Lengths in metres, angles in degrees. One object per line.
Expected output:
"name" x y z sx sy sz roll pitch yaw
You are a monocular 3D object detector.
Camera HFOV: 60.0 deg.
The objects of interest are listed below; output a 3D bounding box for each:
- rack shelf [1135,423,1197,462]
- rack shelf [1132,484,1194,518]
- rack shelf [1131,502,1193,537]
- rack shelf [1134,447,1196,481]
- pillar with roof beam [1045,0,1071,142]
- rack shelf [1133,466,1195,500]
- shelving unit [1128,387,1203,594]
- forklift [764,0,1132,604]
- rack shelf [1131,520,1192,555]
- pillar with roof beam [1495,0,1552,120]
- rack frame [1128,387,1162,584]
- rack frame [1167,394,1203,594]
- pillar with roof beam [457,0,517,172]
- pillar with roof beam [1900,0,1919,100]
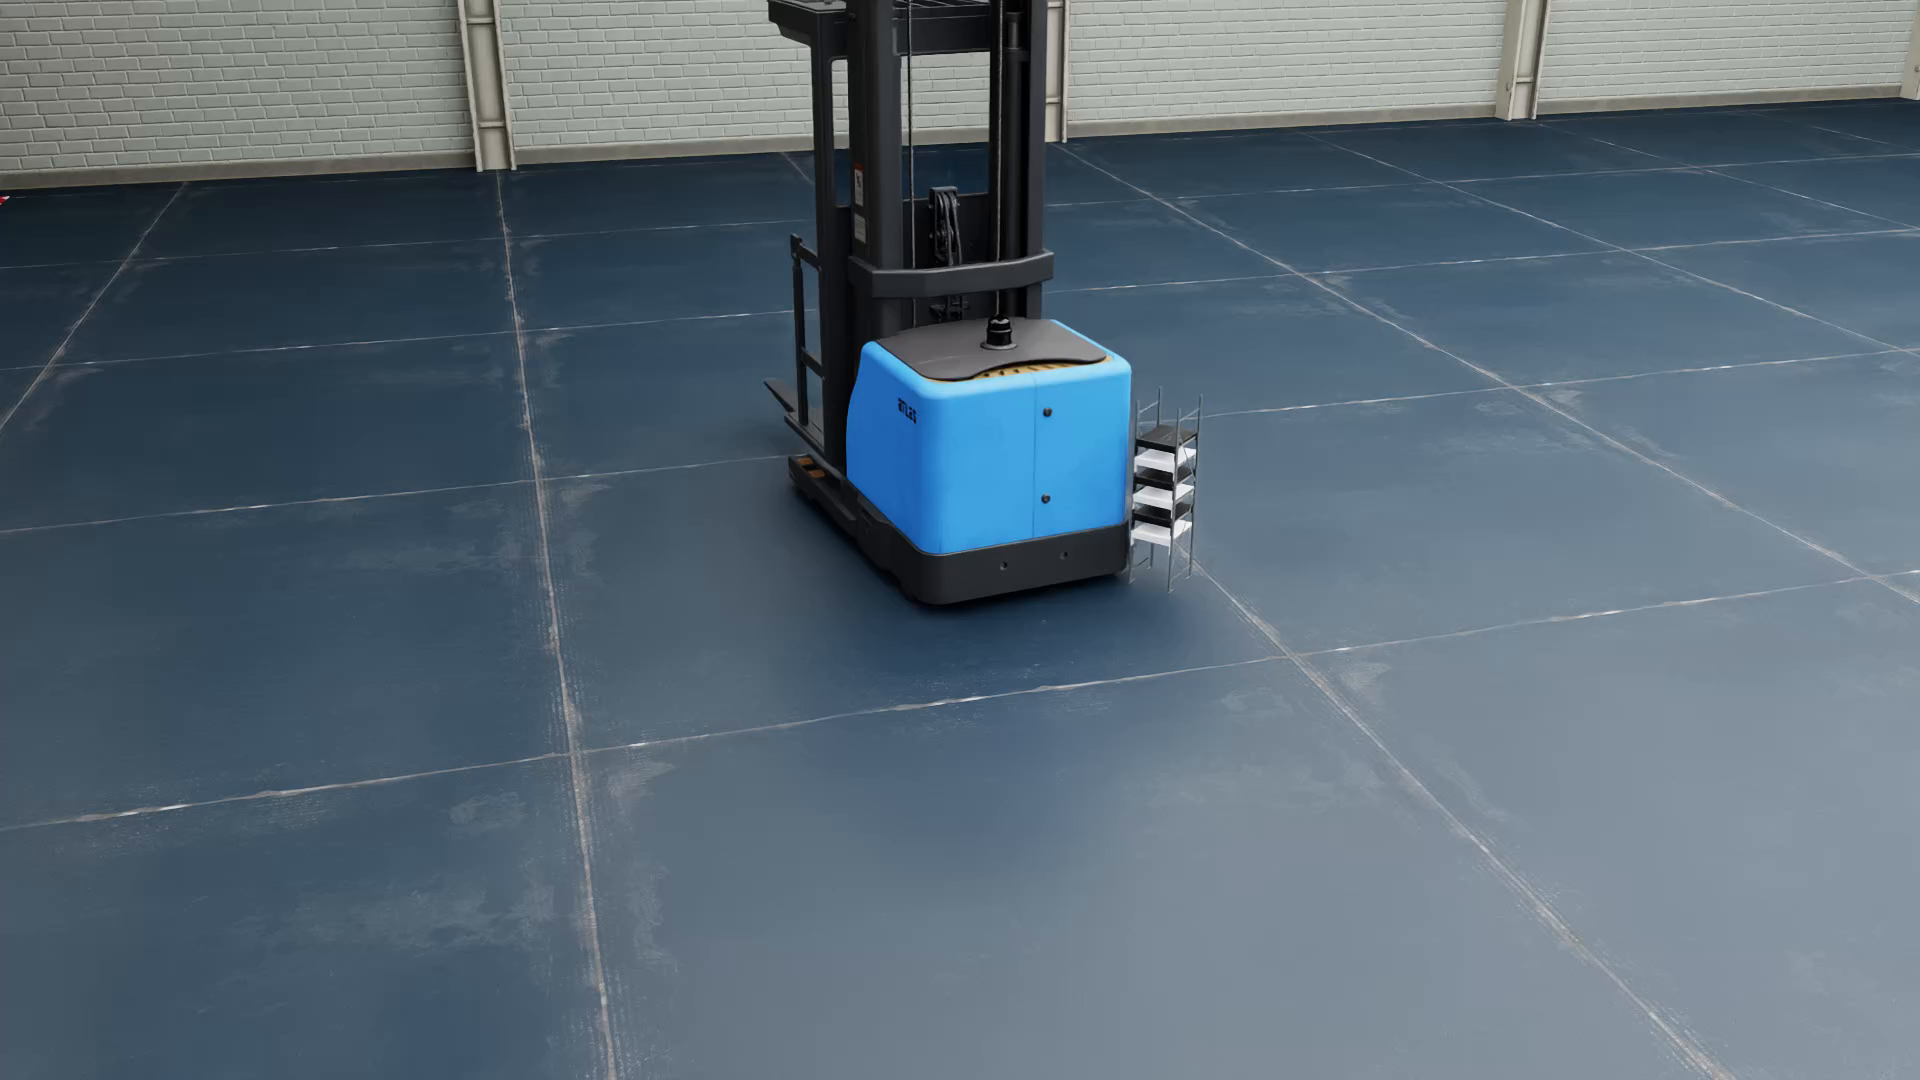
"rack shelf" 0.940 -0.444 7.542 0.200 0.077 0.258 14 27 30
"rack shelf" 0.940 -0.195 7.649 0.200 0.077 0.258 14 27 30
"rack shelf" 0.940 -0.113 7.684 0.200 0.077 0.258 14 27 30
"rack shelf" 0.940 -0.361 7.578 0.200 0.077 0.258 14 27 30
"pillar with roof beam" 2.132 -7.000 13.152 0.400 9.000 9.100 -6 24 -14
"rack shelf" 0.940 -0.278 7.613 0.200 0.077 0.258 14 27 30
"shelving unit" 0.940 -0.226 7.636 0.210 0.900 0.258 14 27 30
"forklift" -0.264 -1.610 8.285 1.130 2.935 3.031 -10 25 -21
"rack shelf" 0.940 -0.030 7.720 0.200 0.077 0.258 14 27 30
"pillar with roof beam" 7.909 -7.639 14.641 0.400 9.000 9.100 -6 24 -14
"rack frame" 0.855 -0.248 7.687 0.006 0.900 0.240 14 27 30
"rack frame" 1.026 -0.204 7.585 0.006 0.900 0.240 14 27 30
"pillar with roof beam" -3.645 -6.361 11.662 0.400 9.000 9.100 -6 24 -14
"pillar with roof beam" 13.686 -8.278 16.131 0.400 9.000 9.100 -6 24 -14
